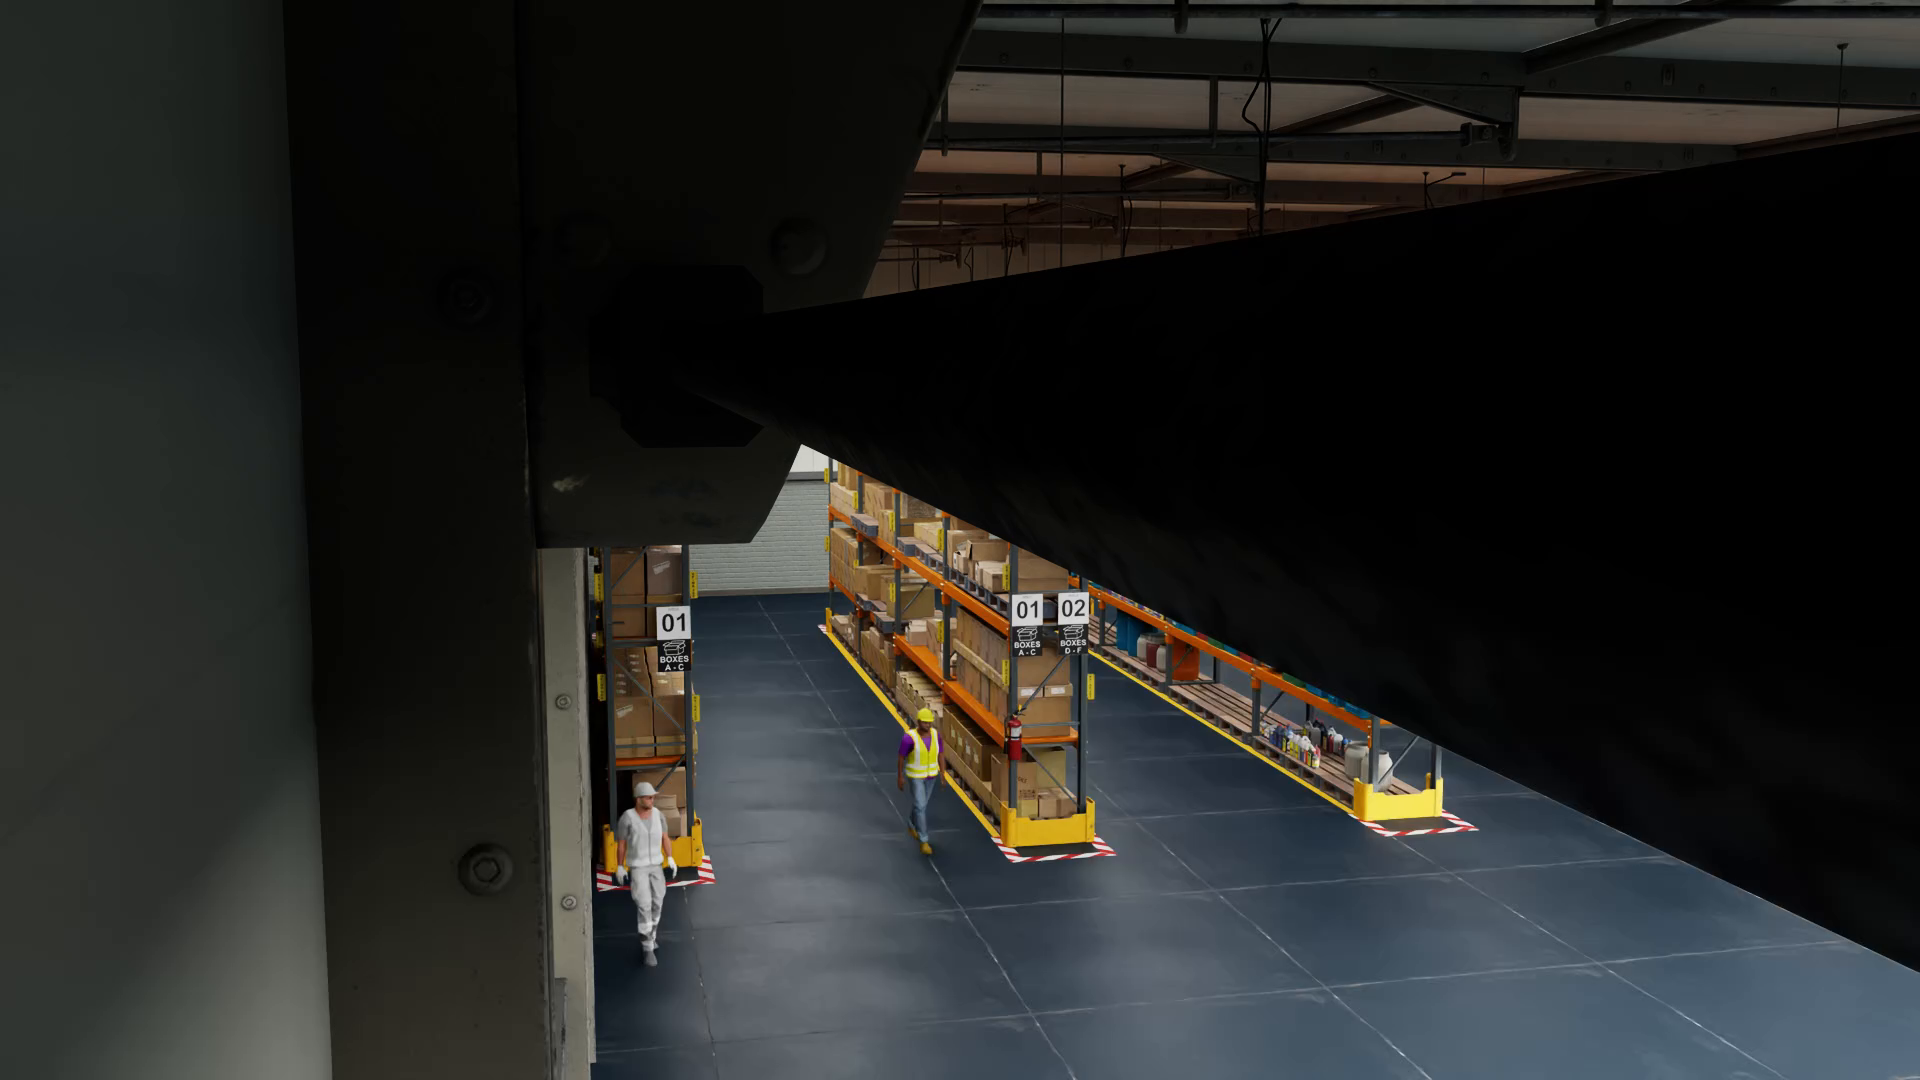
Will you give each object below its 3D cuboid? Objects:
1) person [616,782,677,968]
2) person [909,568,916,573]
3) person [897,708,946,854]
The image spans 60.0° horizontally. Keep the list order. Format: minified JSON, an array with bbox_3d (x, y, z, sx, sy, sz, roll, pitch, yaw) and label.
[{"bbox_3d":[-3.183,3.425,17.160,0.568,1.803,0.662,-5,9,-38],"label":"person"},{"bbox_3d":[-1.301,0.948,38.410,0.741,1.684,0.658,-1,7,-5],"label":"person"},{"bbox_3d":[-0.450,2.977,20.928,0.591,1.736,0.909,-5,8,-36],"label":"person"}]
